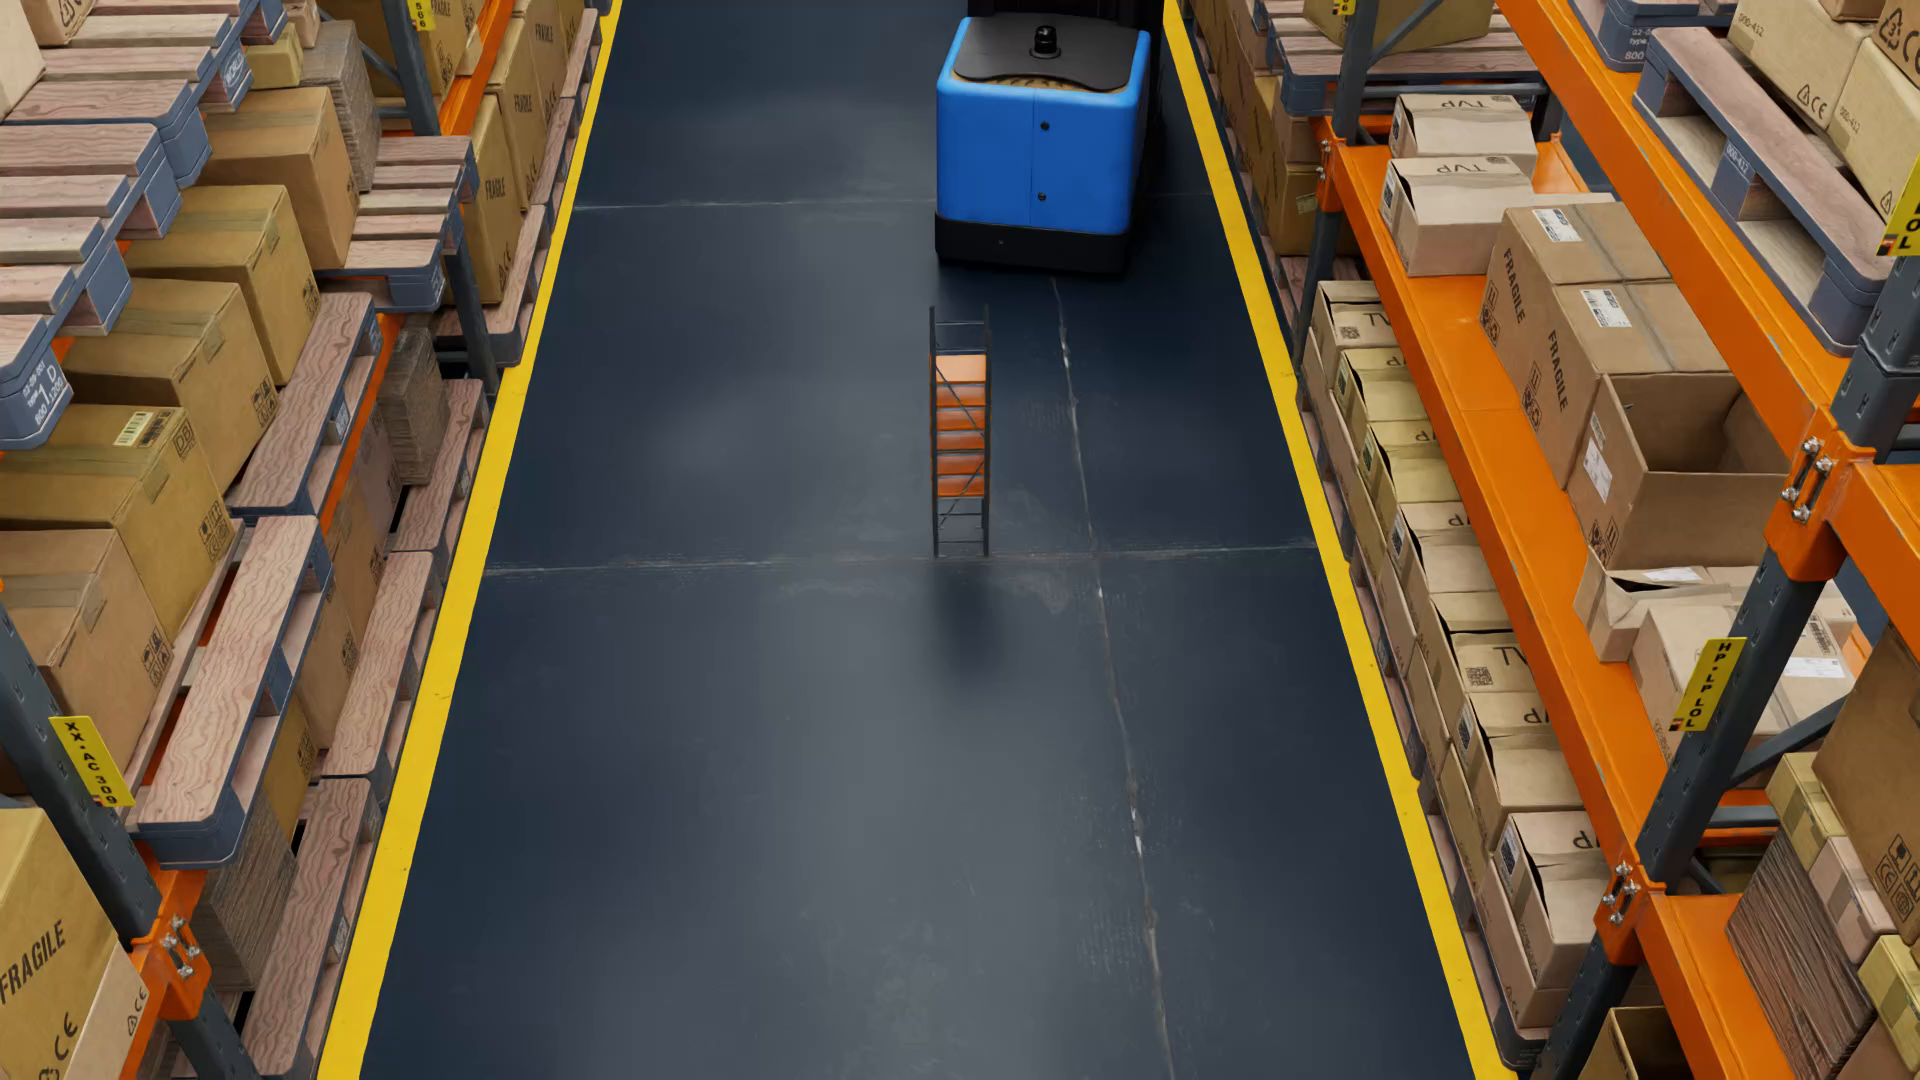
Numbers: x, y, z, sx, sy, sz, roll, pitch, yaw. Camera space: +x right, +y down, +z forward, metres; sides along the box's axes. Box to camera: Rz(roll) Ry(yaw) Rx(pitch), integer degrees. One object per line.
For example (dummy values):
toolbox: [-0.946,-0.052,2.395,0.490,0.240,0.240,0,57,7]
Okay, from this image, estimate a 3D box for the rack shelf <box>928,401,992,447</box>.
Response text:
rack shelf: [0.001,-0.488,6.933,0.258,0.103,0.180,-2,43,-2]

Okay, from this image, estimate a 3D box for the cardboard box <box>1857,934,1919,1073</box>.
cardboard box: [2.182,0.980,3.556,0.380,0.149,0.250,-3,43,-3]

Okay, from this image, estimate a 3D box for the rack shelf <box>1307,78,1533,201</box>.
rack shelf: [2.085,-3.060,9.050,1.077,0.370,4.000,-2,43,-2]

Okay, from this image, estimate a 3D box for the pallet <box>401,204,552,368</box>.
pallet: [-2.737,-1.337,8.702,1.003,0.211,1.213,-2,43,-2]

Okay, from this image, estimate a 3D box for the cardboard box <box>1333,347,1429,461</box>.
cardboard box: [1.930,-0.606,7.150,0.500,0.311,0.500,-3,43,-3]

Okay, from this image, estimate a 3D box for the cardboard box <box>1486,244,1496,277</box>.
cardboard box: [2.281,-1.023,6.482,0.380,0.149,0.250,1,43,1]

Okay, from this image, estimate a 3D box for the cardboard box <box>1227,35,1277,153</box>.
cardboard box: [1.846,-2.544,9.479,0.500,0.500,0.500,-3,43,-3]

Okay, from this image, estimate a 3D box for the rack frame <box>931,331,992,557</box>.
rack frame: [0.005,-0.371,6.916,0.240,1.200,0.006,-2,43,-2]

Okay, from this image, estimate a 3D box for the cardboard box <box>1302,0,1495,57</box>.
cardboard box: [2.031,-2.588,7.619,0.700,0.500,0.500,-15,45,-16]

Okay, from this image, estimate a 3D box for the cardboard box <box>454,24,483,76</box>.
cardboard box: [-2.490,-2.326,7.889,0.380,0.149,0.250,0,43,0]

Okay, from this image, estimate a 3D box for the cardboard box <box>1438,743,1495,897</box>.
cardboard box: [2.013,0.971,5.844,0.500,0.250,0.500,-2,43,-2]

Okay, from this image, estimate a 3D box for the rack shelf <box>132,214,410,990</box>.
rack shelf: [-2.694,-0.215,5.947,1.077,0.370,4.000,-2,43,-2]

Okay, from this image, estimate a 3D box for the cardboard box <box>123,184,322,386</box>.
cardboard box: [-2.674,-0.872,5.731,0.700,0.500,0.500,-2,43,-2]

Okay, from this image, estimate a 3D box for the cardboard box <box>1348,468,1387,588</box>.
cardboard box: [1.949,-0.064,6.974,0.500,0.250,0.500,-3,43,-3]

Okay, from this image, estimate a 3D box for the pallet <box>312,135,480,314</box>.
pallet: [-2.642,-1.281,6.720,1.213,0.211,1.003,-2,43,-2]

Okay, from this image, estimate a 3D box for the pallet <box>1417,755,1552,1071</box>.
pallet: [2.270,1.257,5.872,1.003,0.211,1.213,-2,43,-2]

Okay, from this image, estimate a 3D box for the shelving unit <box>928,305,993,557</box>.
shelving unit: [0.001,-0.433,6.984,0.258,1.200,0.189,-2,43,-2]

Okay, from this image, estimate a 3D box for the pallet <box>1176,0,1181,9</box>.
pallet: [1.972,-4.111,11.728,1.003,0.211,1.213,-2,43,-2]

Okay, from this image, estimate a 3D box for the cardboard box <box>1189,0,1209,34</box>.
cardboard box: [1.778,-3.582,10.612,0.500,0.500,0.500,-3,43,-4]

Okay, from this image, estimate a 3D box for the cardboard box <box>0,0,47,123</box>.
cardboard box: [-2.578,-1.145,3.964,0.500,0.311,0.500,0,43,0]

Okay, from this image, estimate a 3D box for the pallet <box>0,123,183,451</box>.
pallet: [-2.529,-0.586,3.738,1.213,0.211,1.003,-2,43,-2]

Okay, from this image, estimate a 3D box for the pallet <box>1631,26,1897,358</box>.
pallet: [2.290,-0.905,4.089,0.805,0.209,1.217,-3,43,-4]

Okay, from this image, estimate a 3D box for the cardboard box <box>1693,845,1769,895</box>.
cardboard box: [2.572,1.091,5.298,0.500,0.311,0.500,-2,43,-2]

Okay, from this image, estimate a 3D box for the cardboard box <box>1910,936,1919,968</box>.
cardboard box: [2.388,0.851,3.217,0.700,0.500,0.500,-2,43,-2]

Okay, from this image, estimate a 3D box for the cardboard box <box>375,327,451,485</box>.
cardboard box: [-2.696,-0.586,7.344,0.700,0.500,0.500,-1,43,-1]

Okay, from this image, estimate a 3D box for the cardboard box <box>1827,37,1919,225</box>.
cardboard box: [2.324,-0.896,3.738,0.500,0.250,0.500,2,43,3]

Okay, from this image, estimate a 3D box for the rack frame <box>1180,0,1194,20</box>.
rack frame: [2.000,-4.675,10.280,1.000,3.000,0.127,-2,43,-2]

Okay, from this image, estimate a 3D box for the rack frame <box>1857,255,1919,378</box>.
rack frame: [2.340,-1.486,2.361,1.000,3.000,0.127,-2,43,-2]

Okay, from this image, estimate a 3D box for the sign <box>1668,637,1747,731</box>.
sign: [1.798,0.350,4.000,0.100,0.325,0.005,-2,43,-2]

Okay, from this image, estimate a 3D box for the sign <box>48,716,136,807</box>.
sign: [-2.067,0.530,3.961,0.100,0.325,0.005,-2,43,-2]

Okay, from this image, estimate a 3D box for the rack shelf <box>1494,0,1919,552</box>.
rack shelf: [2.255,-1.465,5.091,1.077,0.370,4.000,-2,43,-2]

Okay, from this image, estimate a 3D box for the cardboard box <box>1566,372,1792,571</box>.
cardboard box: [2.302,-0.186,5.309,0.500,0.500,0.500,1,43,1]

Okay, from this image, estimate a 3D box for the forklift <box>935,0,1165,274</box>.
forklift: [0.627,-3.497,9.045,1.130,2.935,3.031,7,43,7]

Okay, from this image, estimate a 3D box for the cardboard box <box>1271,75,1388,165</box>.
cardboard box: [1.889,-2.155,8.500,0.500,0.250,0.500,0,43,0]

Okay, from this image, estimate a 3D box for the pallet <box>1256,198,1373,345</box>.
pallet: [2.176,-1.452,8.828,1.003,0.211,1.213,-2,43,-2]

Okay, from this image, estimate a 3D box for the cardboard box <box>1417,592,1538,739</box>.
cardboard box: [1.989,0.424,6.026,0.500,0.311,0.500,-2,43,-2]

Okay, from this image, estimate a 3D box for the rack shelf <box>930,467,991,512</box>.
rack shelf: [0.001,-0.223,7.176,0.258,0.103,0.180,-2,43,-2]

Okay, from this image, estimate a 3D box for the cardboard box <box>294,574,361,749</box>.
cardboard box: [-2.710,0.440,6.224,0.700,0.500,0.500,-1,43,-1]

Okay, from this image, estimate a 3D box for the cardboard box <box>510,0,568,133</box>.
cardboard box: [-2.750,-2.858,9.578,0.750,0.750,0.750,0,43,0]

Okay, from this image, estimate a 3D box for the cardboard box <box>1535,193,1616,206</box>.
cardboard box: [2.485,-1.283,6.765,0.380,0.149,0.250,-2,43,-2]

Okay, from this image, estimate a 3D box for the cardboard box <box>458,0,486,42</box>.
cardboard box: [-2.557,-2.673,7.787,0.500,0.500,0.500,0,43,0]

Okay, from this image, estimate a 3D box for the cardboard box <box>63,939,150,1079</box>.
cardboard box: [-2.286,1.229,3.935,0.500,0.250,0.500,-2,43,-2]

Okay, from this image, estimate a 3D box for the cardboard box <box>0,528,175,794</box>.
cardboard box: [-2.596,0.327,4.424,0.700,0.500,0.500,-2,43,-2]

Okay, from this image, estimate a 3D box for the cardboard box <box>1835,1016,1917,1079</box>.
cardboard box: [2.394,1.344,3.640,0.700,0.500,0.500,-2,43,-2]
